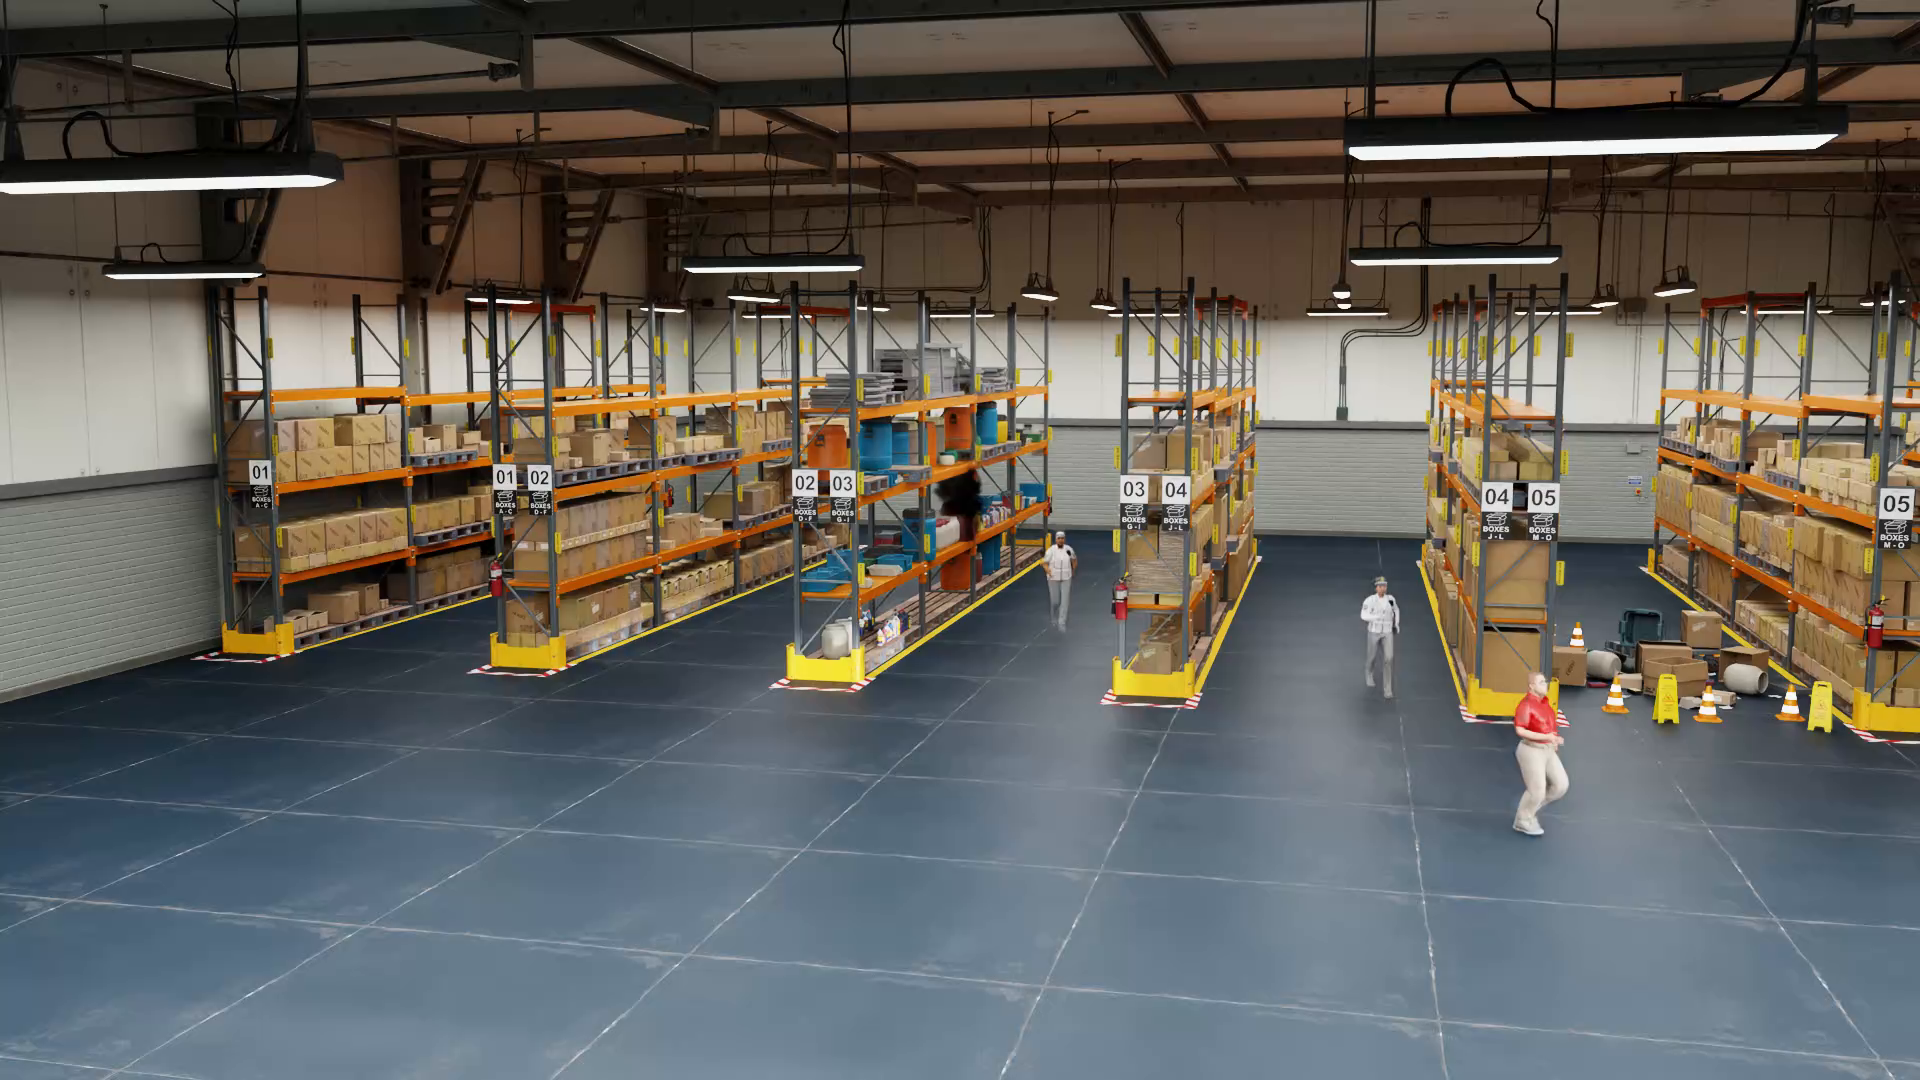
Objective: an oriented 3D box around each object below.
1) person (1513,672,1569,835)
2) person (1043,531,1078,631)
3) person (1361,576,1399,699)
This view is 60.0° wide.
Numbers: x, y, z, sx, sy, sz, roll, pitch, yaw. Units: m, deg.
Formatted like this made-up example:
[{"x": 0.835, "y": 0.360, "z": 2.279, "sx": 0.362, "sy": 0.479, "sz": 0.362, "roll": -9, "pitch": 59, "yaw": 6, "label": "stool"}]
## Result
[{"x": 5.991, "y": 2.204, "z": 17.079, "sx": 0.650, "sy": 1.688, "sz": 0.602, "roll": -6, "pitch": 9, "yaw": -41, "label": "person"}, {"x": 1.702, "y": 0.680, "z": 28.119, "sx": 0.608, "sy": 1.659, "sz": 0.687, "roll": 0, "pitch": 7, "yaw": -3, "label": "person"}, {"x": 6.114, "y": 1.371, "z": 24.182, "sx": 0.598, "sy": 1.715, "sz": 0.884, "roll": 0, "pitch": 7, "yaw": 3, "label": "person"}]
